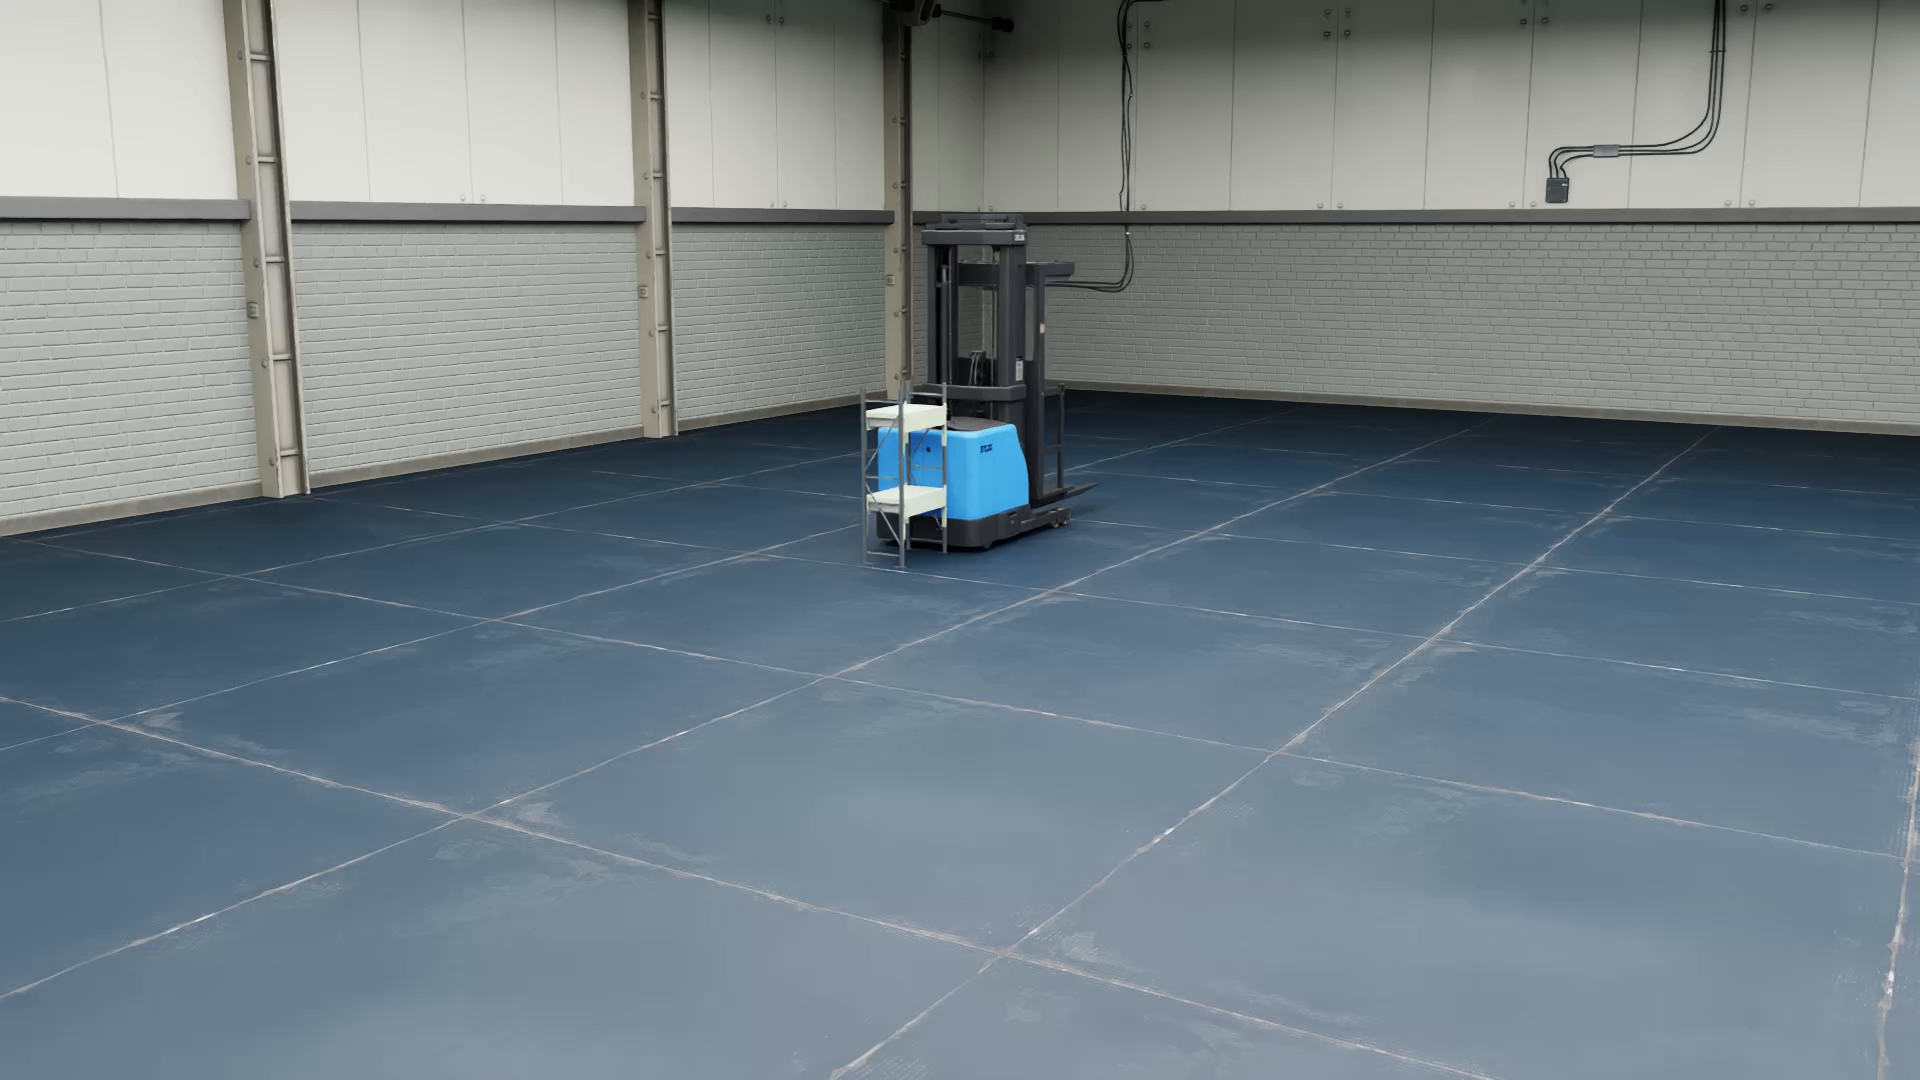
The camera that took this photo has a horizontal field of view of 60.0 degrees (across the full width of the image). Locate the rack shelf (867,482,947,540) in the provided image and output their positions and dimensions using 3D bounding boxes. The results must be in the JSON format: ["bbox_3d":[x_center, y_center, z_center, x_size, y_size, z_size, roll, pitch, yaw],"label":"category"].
[{"bbox_3d":[-0.472,-0.255,14.308,0.431,0.370,0.720,6,12,28],"label":"rack shelf"}]

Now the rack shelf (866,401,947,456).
[{"bbox_3d":[-0.472,-0.959,14.176,0.431,0.370,0.720,6,12,28],"label":"rack shelf"}]

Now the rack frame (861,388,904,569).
[{"bbox_3d":[-0.648,-0.516,13.933,0.400,1.500,0.023,6,12,28],"label":"rack frame"}]

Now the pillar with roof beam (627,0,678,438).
[{"bbox_3d":[-0.448,-5.446,19.883,9.100,9.000,0.400,6,12,31],"label":"pillar with roof beam"}]

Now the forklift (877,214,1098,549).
[{"bbox_3d":[0.402,-1.590,15.778,1.130,2.935,3.031,6,12,28],"label":"forklift"}]

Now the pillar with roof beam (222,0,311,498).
[{"bbox_3d":[-3.563,-4.502,14.843,9.100,9.000,0.400,6,12,31],"label":"pillar with roof beam"}]

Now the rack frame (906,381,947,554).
[{"bbox_3d":[-0.295,-0.634,14.563,0.400,1.500,0.023,6,12,28],"label":"rack frame"}]

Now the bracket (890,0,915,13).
[{"bbox_3d":[-0.924,-8.471,26.259,0.235,0.232,0.430,6,12,31],"label":"bracket"}]

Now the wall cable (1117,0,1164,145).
[{"bbox_3d":[3.960,-7.835,27.361,3.097,2.526,0.112,6,12,31],"label":"wall cable"}]

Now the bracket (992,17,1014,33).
[{"bbox_3d":[0.737,-8.974,28.947,0.235,0.232,0.430,6,12,31],"label":"bracket"}]

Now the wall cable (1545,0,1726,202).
[{"bbox_3d":[9.753,-7.900,23.749,2.305,6.003,0.169,6,12,31],"label":"wall cable"}]

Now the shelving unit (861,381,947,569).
[{"bbox_3d":[-0.472,-0.575,14.248,0.431,1.500,0.755,6,12,28],"label":"shelving unit"}]

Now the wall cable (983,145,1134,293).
[{"bbox_3d":[1.647,-5.611,29.206,3.097,2.526,0.112,6,12,31],"label":"wall cable"}]

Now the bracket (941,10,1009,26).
[{"bbox_3d":[0.430,-8.881,28.451,0.076,0.066,3.189,6,12,31],"label":"bracket"}]

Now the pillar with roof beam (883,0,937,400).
[{"bbox_3d":[2.667,-6.389,24.923,9.100,9.000,0.548,6,12,31],"label":"pillar with roof beam"}]

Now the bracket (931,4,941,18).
[{"bbox_3d":[-0.493,-8.601,26.957,0.235,0.232,0.430,6,12,31],"label":"bracket"}]

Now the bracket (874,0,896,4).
[{"bbox_3d":[-2.262,-8.065,24.095,0.076,0.066,4.783,6,12,31],"label":"bracket"}]
